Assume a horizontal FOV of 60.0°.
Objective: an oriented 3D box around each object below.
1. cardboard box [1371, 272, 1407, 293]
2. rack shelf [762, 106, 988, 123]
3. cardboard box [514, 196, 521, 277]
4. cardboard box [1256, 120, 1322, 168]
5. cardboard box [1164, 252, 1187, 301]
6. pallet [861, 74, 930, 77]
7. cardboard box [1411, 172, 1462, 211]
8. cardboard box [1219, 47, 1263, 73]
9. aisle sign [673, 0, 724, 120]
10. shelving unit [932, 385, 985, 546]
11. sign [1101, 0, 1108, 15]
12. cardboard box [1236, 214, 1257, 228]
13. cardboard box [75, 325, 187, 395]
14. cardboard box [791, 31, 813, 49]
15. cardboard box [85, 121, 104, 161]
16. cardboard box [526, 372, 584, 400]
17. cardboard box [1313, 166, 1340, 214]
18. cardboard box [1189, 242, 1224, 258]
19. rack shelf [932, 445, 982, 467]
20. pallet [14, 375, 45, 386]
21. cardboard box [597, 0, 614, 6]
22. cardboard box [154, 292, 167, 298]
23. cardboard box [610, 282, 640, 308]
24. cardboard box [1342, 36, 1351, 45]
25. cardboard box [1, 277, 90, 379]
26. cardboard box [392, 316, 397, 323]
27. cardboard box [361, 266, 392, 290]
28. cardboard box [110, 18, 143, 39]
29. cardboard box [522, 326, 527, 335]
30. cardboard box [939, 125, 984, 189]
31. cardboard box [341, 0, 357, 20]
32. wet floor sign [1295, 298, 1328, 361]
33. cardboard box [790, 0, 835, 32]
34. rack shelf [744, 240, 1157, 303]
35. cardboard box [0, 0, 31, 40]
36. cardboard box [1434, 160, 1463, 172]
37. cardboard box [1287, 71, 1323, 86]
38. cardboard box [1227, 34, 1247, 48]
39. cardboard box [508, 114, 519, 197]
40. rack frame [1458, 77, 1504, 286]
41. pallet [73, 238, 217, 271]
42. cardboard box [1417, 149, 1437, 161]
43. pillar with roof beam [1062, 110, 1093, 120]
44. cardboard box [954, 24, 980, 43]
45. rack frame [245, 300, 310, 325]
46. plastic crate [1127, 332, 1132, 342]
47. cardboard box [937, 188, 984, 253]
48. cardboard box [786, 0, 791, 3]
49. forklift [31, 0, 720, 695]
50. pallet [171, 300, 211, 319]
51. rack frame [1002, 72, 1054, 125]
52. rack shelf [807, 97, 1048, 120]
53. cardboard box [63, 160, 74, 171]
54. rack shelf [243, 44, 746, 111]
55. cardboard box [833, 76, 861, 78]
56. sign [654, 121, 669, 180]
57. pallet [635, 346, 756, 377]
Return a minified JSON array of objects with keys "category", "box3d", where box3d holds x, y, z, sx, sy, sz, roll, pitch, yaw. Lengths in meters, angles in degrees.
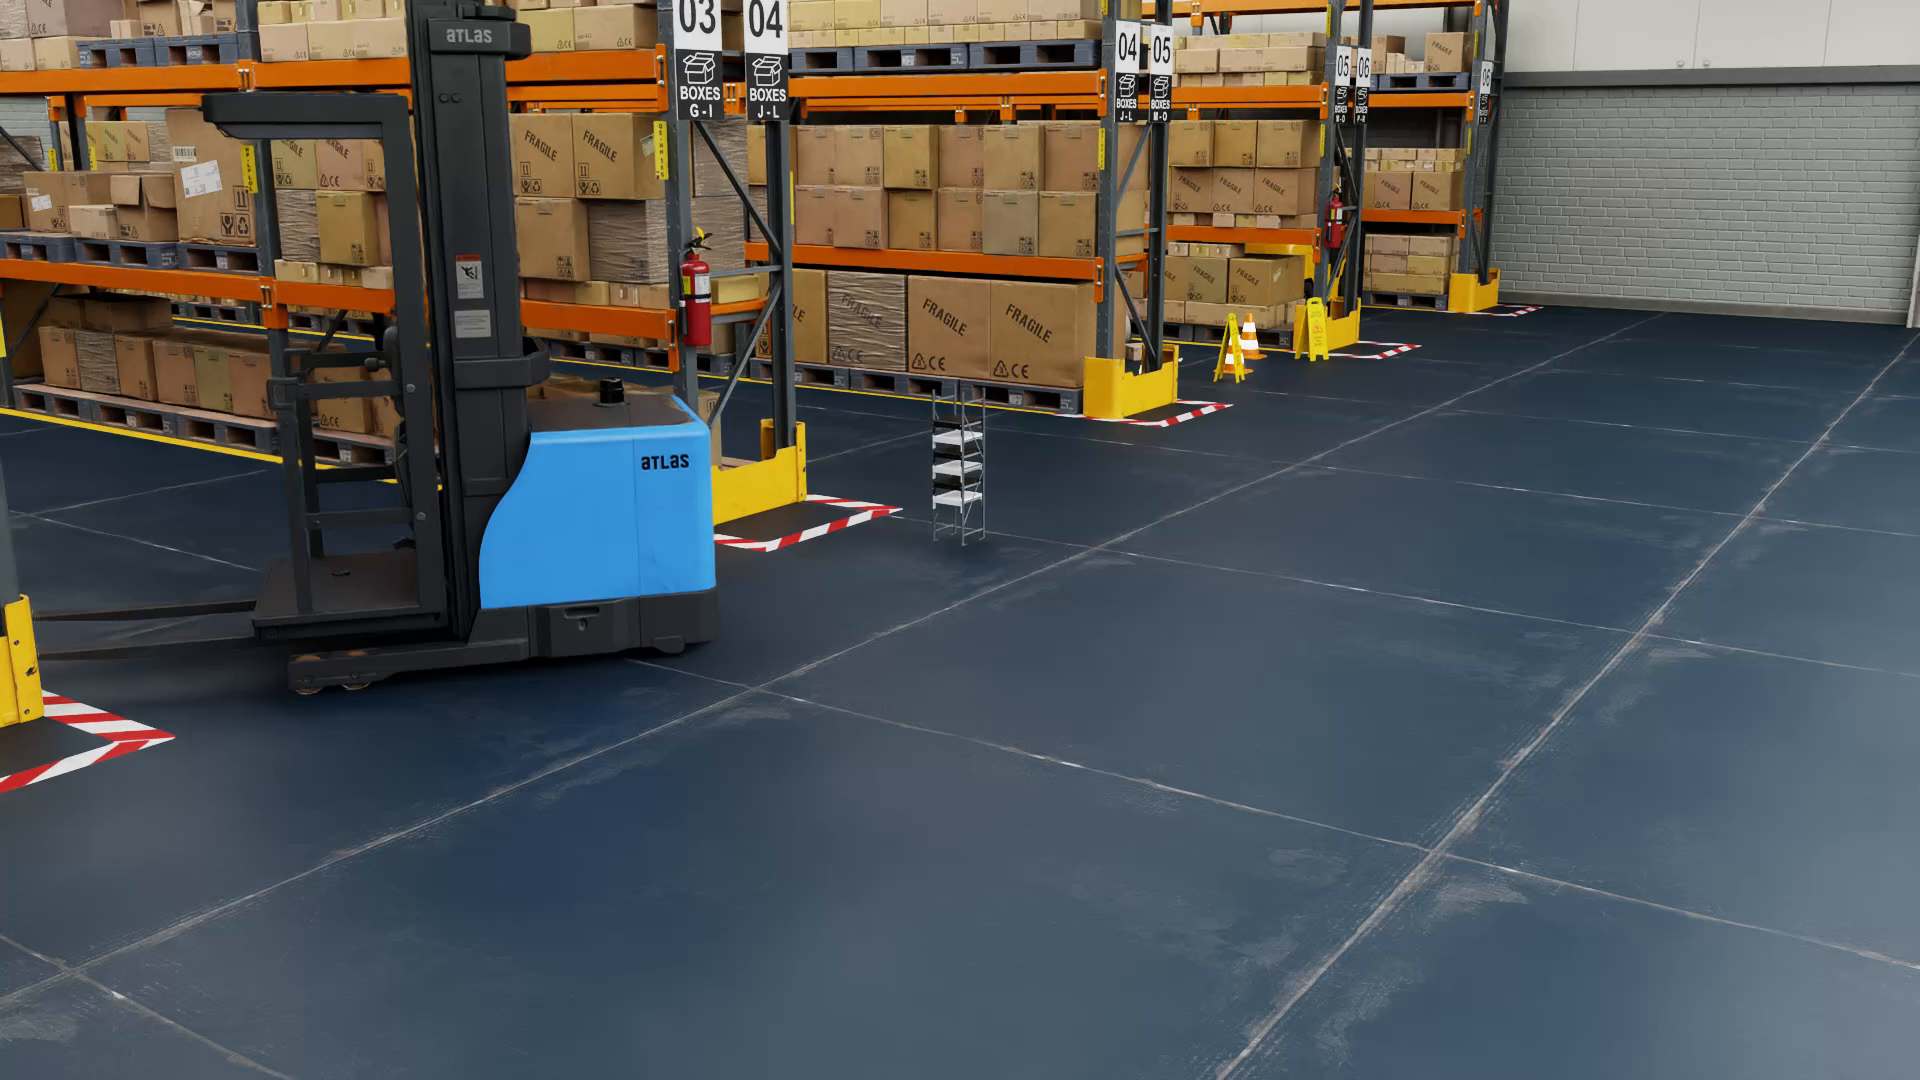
[{"category":"cardboard box","box3d":[5.938,-3.529,22.687,0.500,0.250,0.500,9,17,33]},{"category":"rack shelf","box3d":[-1.387,-7.040,27.273,4.000,0.370,1.077,9,17,33]},{"category":"cardboard box","box3d":[-2.701,-2.017,10.900,0.500,0.500,0.875,9,17,33]},{"category":"cardboard box","box3d":[3.598,-4.305,18.063,0.500,0.500,0.700,9,16,31]},{"category":"cardboard box","box3d":[2.484,-3.028,19.103,0.500,0.500,0.500,9,16,32]},{"category":"pallet","box3d":[-0.490,-5.745,20.938,1.003,0.211,1.213,9,17,33]},{"category":"cardboard box","box3d":[6.356,-4.654,22.173,0.500,0.500,0.500,9,16,32]},{"category":"cardboard box","box3d":[3.160,-5.214,18.096,0.500,0.250,0.500,9,16,32]},{"category":"aisle sign","box3d":[-1.503,-2.819,9.560,0.004,0.787,0.394,9,17,33]},{"category":"shelving unit","box3d":[-0.007,-0.438,9.719,0.210,0.900,0.258,9,17,33]},{"category":"sign","box3d":[1.151,-4.342,13.201,0.005,0.325,0.100,9,17,33]},{"category":"cardboard box","box3d":[3.241,-3.538,18.394,0.250,0.149,0.380,9,16,32]},{"category":"cardboard box","box3d":[-6.991,-1.541,14.092,0.500,0.500,0.700,8,16,28]},{"category":"cardboard box","box3d":[-1.319,-4.539,15.116,0.250,0.149,0.380,9,17,33]},{"category":"cardboard box","box3d":[-11.165,-5.245,21.863,0.500,0.500,0.500,10,17,34]},{"category":"cardboard box","box3d":[-2.920,-0.864,11.400,0.500,0.500,0.500,11,18,38]},{"category":"cardboard box","box3d":[3.906,-3.913,18.562,0.500,0.500,0.500,9,16,32]},{"category":"cardboard box","box3d":[2.785,-3.275,18.749,0.250,0.149,0.380,10,17,34]},{"category":"rack shelf","box3d":[-0.007,-0.493,9.706,0.200,0.077,0.258,9,17,33]},{"category":"pallet","box3d":[-8.637,-1.466,15.304,1.213,0.211,1.003,9,17,33]},{"category":"cardboard box","box3d":[-1.942,-3.236,9.892,0.250,0.149,0.380,9,16,31]},{"category":"cardboard box","box3d":[-10.264,-3.228,21.679,0.250,0.149,0.380,9,17,33]},{"category":"cardboard box","box3d":[-1.946,-1.534,10.302,0.250,0.149,0.380,9,17,33]},{"category":"cardboard box","box3d":[5.150,-6.604,22.721,0.637,0.503,0.797,10,17,35]},{"category":"cardboard box","box3d":[-8.586,-1.968,15.077,0.875,0.875,1.225,8,16,30]},{"category":"cardboard box","box3d":[-6.294,-2.771,19.102,0.500,0.500,0.500,10,17,35]},{"category":"cardboard box","box3d":[-3.875,-1.814,11.431,0.250,0.149,0.380,9,17,33]},{"category":"cardboard box","box3d":[-6.318,-3.940,12.867,0.250,0.166,0.380,9,16,31]},{"category":"cardboard box","box3d":[-4.718,-2.686,18.239,0.750,0.750,1.050,9,16,32]},{"category":"cardboard box","box3d":[0.282,-3.413,14.809,0.550,0.550,0.875,9,17,33]},{"category":"cardboard box","box3d":[-3.908,-3.547,11.148,0.250,0.149,0.380,10,17,34]},{"category":"wet floor sign","box3d":[3.704,-2.220,17.448,0.267,0.644,0.232,-10,17,-35]},{"category":"cardboard box","box3d":[-1.185,-4.729,15.052,0.500,0.250,0.500,9,17,32]},{"category":"rack shelf","box3d":[-0.194,-2.520,15.258,4.000,0.370,1.077,9,17,33]},{"category":"cardboard box","box3d":[-7.360,-4.263,13.310,0.500,0.500,0.500,9,17,33]},{"category":"cardboard box","box3d":[6.467,-4.946,22.002,0.250,0.149,0.380,9,17,34]},{"category":"cardboard box","box3d":[3.692,-4.928,17.767,0.250,0.149,0.380,9,17,33]},{"category":"cardboard box","box3d":[3.102,-5.426,18.122,0.250,0.149,0.380,9,17,33]},{"category":"cardboard box","box3d":[-2.813,-2.462,10.618,0.500,0.500,0.500,9,17,33]},{"category":"rack frame","box3d":[6.911,-4.592,22.130,0.127,3.000,1.000,9,17,33]},{"category":"pallet","box3d":[-6.360,-2.348,13.465,1.213,0.211,1.003,9,17,33]},{"category":"cardboard box","box3d":[6.274,-5.132,22.137,0.250,0.149,0.380,9,17,33]},{"category":"pillar with roof beam","box3d":[-0.545,-7.723,22.295,0.400,9.000,9.100,9,17,33]},{"category":"cardboard box","box3d":[0.155,-4.301,14.154,0.250,0.149,0.380,9,16,32]},{"category":"rack frame","box3d":[-8.492,-4.210,20.589,0.127,3.000,1.000,9,17,33]},{"category":"plastic crate","box3d":[1.670,-2.347,19.136,0.583,0.080,0.402,3,14,14]},{"category":"cardboard box","box3d":[0.269,-2.884,14.919,0.550,0.550,0.875,9,17,33]},{"category":"cardboard box","box3d":[-1.529,-4.960,15.158,0.250,0.149,0.380,9,17,32]},{"category":"forklift","box3d":[-2.690,-0.901,7.363,3.031,2.935,1.130,-4,15,-17]},{"category":"pallet","box3d":[-10.086,-3.103,21.920,1.213,0.211,1.003,9,17,33]},{"category":"rack frame","box3d":[0.825,-4.138,20.297,0.127,3.000,1.000,9,17,33]},{"category":"rack shelf","box3d":[-0.835,-5.513,21.106,4.000,0.370,1.077,9,17,33]},{"category":"cardboard box","box3d":[-11.593,-4.824,22.242,0.500,0.500,0.500,10,17,35]},{"category":"rack shelf","box3d":[-3.046,-3.001,10.957,4.000,0.370,1.077,9,17,33]},{"category":"cardboard box","box3d":[-1.213,-5.982,21.287,0.637,0.503,0.797,9,17,33]},{"category":"sign","box3d":[-1.713,-2.233,9.534,0.005,0.325,0.100,9,17,33]},{"category":"pallet","box3d":[-2.536,-1.872,16.947,1.213,0.211,1.003,9,17,33]}]
